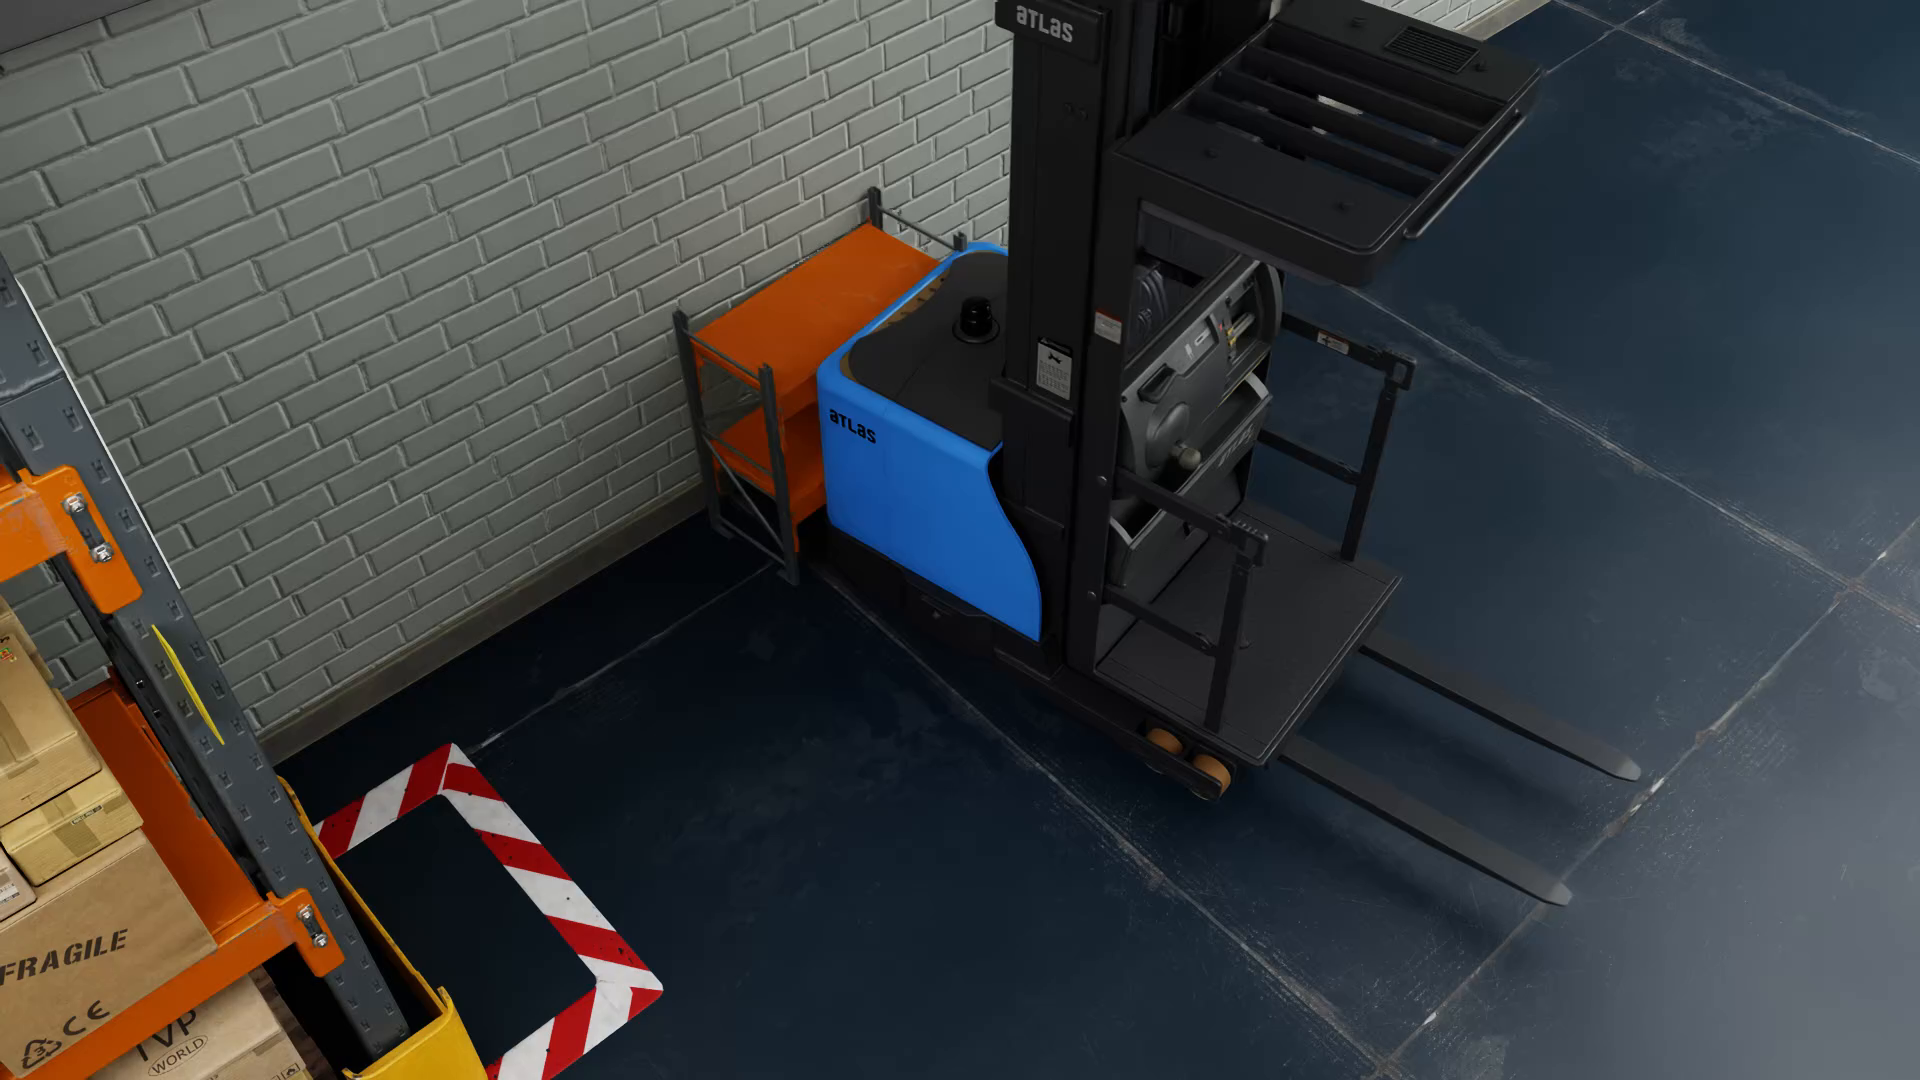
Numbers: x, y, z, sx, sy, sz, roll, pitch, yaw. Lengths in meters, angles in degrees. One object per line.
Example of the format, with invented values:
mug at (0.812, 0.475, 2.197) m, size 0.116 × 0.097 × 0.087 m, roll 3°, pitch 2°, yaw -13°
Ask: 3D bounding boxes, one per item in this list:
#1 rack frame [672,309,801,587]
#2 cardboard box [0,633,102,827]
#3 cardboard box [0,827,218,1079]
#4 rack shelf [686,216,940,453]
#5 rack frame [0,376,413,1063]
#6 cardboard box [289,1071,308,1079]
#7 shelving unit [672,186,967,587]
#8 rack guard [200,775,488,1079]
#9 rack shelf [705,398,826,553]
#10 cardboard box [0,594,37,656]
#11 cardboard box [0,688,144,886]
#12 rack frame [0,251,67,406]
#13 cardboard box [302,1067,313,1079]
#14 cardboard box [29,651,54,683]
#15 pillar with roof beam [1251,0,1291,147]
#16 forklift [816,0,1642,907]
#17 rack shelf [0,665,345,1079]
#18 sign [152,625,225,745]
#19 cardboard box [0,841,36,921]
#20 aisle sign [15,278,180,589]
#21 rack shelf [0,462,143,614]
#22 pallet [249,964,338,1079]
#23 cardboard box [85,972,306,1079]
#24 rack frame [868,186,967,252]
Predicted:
rack frame at (-0.840, -0.327, 6.334) m, size 0.500 × 1.125 × 0.032 m, roll 33°, pitch 55°, yaw 28°
cardboard box at (-2.115, 0.417, 3.665) m, size 0.250 × 0.149 × 0.380 m, roll -34°, pitch 56°, yaw -27°
cardboard box at (-2.179, 0.833, 3.926) m, size 0.500 × 0.500 × 0.500 m, roll -35°, pitch 56°, yaw -28°
rack shelf at (-0.504, -0.806, 6.376) m, size 0.538 × 0.278 × 1.000 m, roll 33°, pitch 55°, yaw 28°
rack frame at (-1.991, 0.480, 4.319) m, size 0.127 × 3.000 × 1.000 m, roll -34°, pitch 56°, yaw -27°
cardboard box at (-2.141, 1.512, 4.613) m, size 0.500 × 0.250 × 0.500 m, roll -34°, pitch 56°, yaw -28°
shelving unit at (-0.499, -0.605, 6.588) m, size 0.538 × 1.125 × 1.048 m, roll 33°, pitch 55°, yaw 28°
rack guard at (-1.974, 1.316, 5.249) m, size 0.348 × 0.500 × 1.175 m, roll -34°, pitch 56°, yaw -27°
rack shelf at (-0.494, -0.437, 6.765) m, size 0.538 × 0.278 × 1.000 m, roll 33°, pitch 55°, yaw 28°
cardboard box at (-2.384, 0.176, 3.888) m, size 0.250 × 0.149 × 0.380 m, roll -35°, pitch 56°, yaw -28°
cardboard box at (-2.059, 0.550, 3.745) m, size 0.250 × 0.149 × 0.380 m, roll -33°, pitch 55°, yaw -27°
rack frame at (-1.991, -1.554, 2.114) m, size 0.127 × 3.000 × 1.000 m, roll -34°, pitch 56°, yaw -27°
cardboard box at (-2.126, 1.675, 4.802) m, size 0.500 × 0.250 × 0.500 m, roll -33°, pitch 56°, yaw -27°
cardboard box at (-2.417, 0.253, 4.019) m, size 0.250 × 0.149 × 0.380 m, roll -35°, pitch 56°, yaw -28°
pillar with roof beam at (4.223, -2.325, 2.826) m, size 0.400 × 9.000 × 9.100 m, roll -34°, pitch 56°, yaw -27°
forklift at (0.953, -0.513, 5.282) m, size 3.031 × 2.935 × 1.130 m, roll 29°, pitch 54°, yaw 24°
rack shelf at (-3.471, 1.713, 3.671) m, size 4.000 × 0.370 × 1.077 m, roll -34°, pitch 56°, yaw -27°
sign at (-1.637, 0.309, 3.528) m, size 0.005 × 0.325 × 0.100 m, roll -34°, pitch 56°, yaw -27°
cardboard box at (-2.228, 0.693, 3.614) m, size 0.250 × 0.149 × 0.380 m, roll -33°, pitch 55°, yaw -27°
aisle sign at (-1.745, -0.274, 3.246) m, size 0.004 × 0.787 × 0.394 m, roll -34°, pitch 56°, yaw -27°
rack shelf at (-3.471, 0.696, 2.569) m, size 4.000 × 0.370 × 1.077 m, roll -34°, pitch 56°, yaw -27°
pallet at (-2.529, 1.827, 4.974) m, size 1.213 × 0.211 × 1.003 m, roll -34°, pitch 56°, yaw -27°
cardboard box at (-2.122, 1.329, 4.441) m, size 0.500 × 0.250 × 0.500 m, roll -32°, pitch 55°, yaw -26°
rack frame at (-0.157, -0.883, 6.842) m, size 0.500 × 1.125 × 0.032 m, roll 33°, pitch 55°, yaw 28°
